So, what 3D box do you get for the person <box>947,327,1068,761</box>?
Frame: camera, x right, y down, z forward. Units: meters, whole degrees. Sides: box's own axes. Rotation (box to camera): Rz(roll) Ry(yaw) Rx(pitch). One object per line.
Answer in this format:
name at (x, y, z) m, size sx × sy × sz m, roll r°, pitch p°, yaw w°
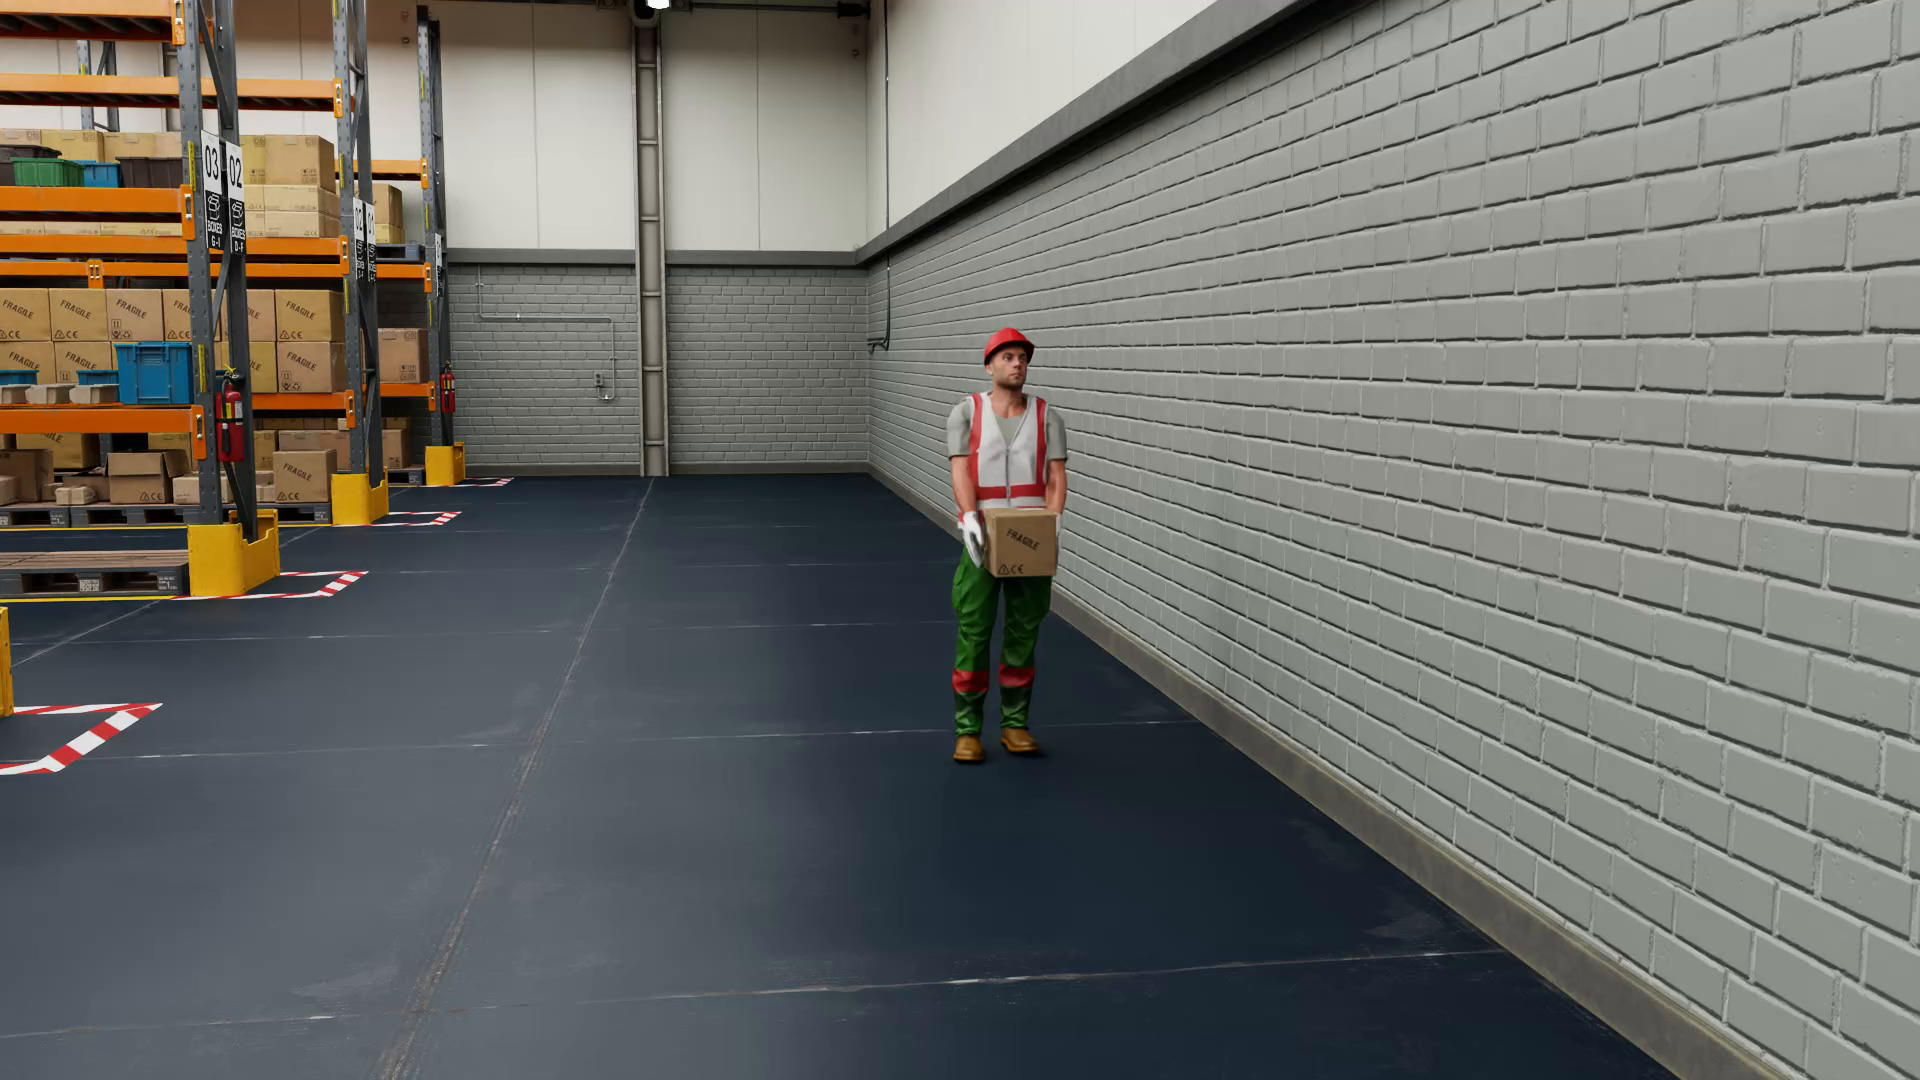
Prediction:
person at (0.209, 0.007, 6.992) m, size 0.529 × 1.793 × 0.511 m, roll -1°, pitch 6°, yaw -9°
